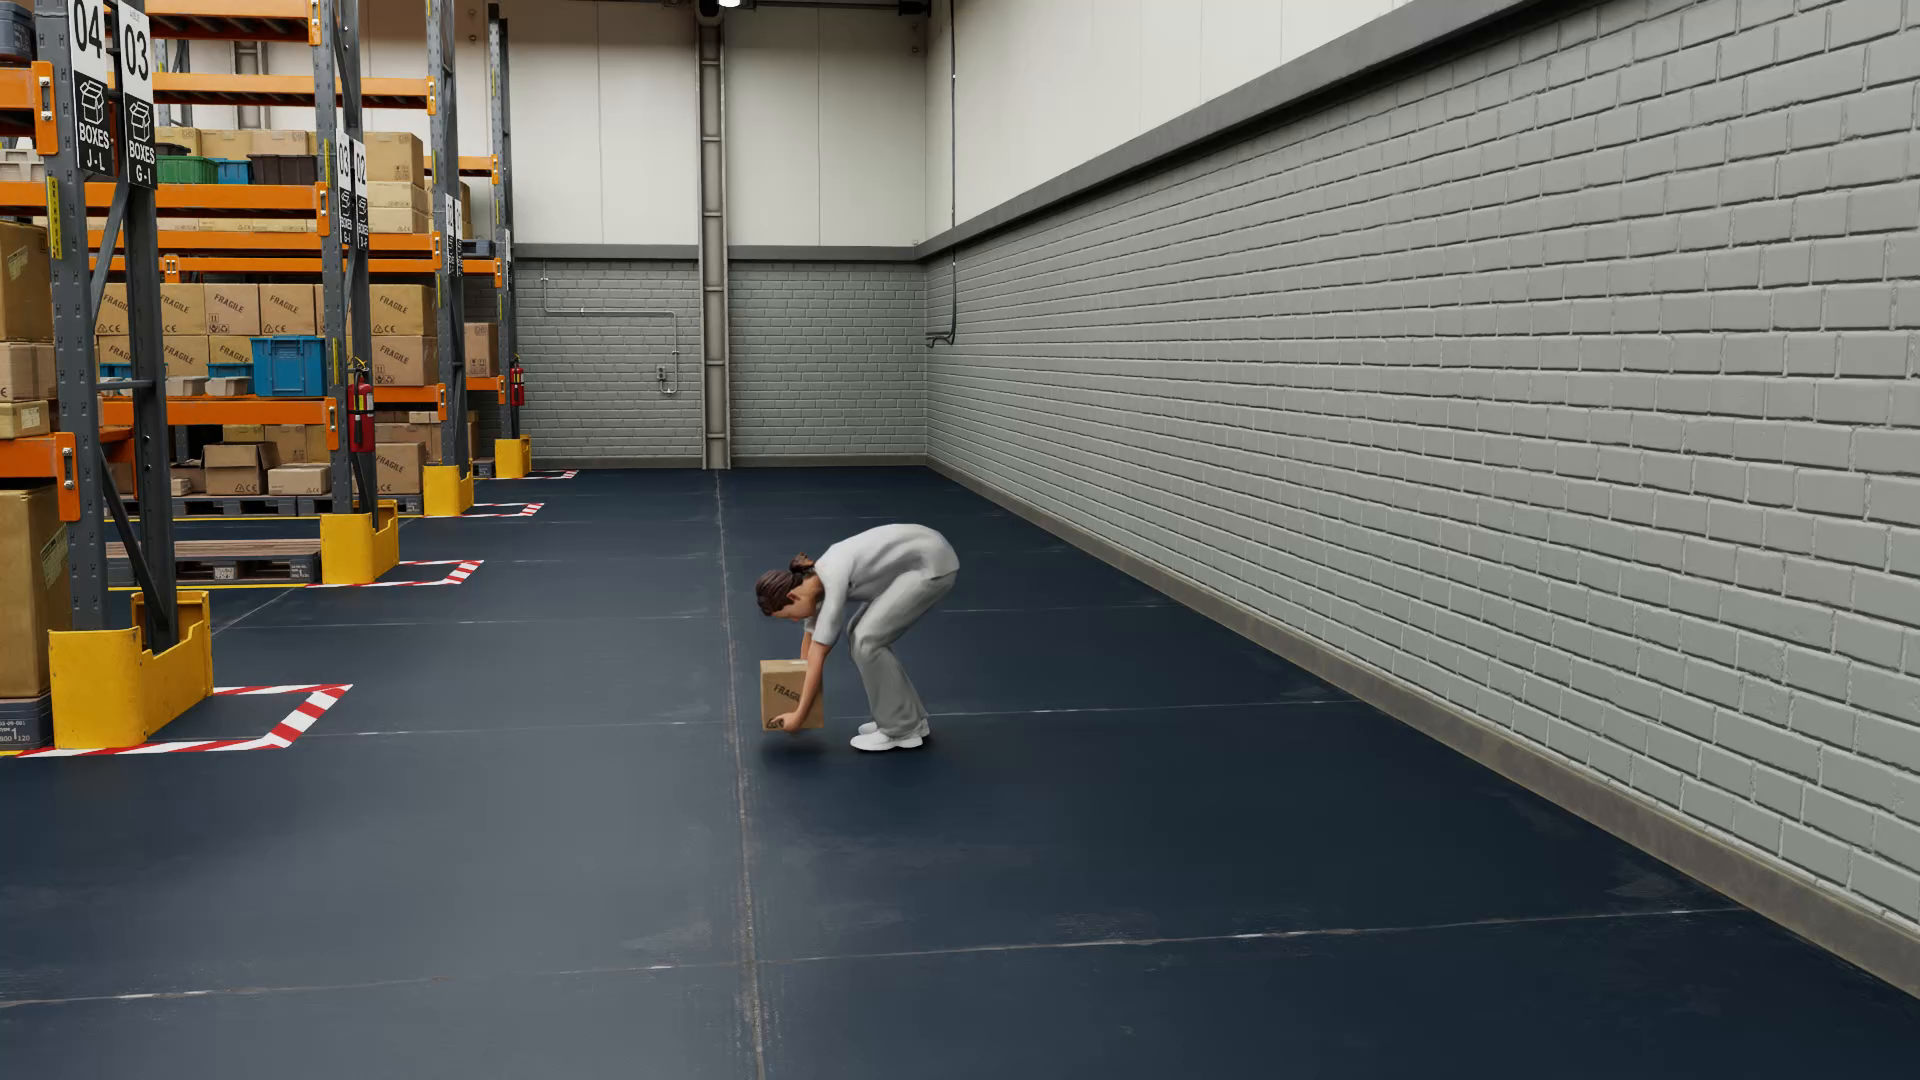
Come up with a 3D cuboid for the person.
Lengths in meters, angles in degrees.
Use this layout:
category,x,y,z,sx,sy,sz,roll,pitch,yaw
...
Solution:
category,x,y,z,sx,sy,sz,roll,pitch,yaw
person,-0.430,0.406,7.006,0.853,0.935,0.452,-1,7,-12
